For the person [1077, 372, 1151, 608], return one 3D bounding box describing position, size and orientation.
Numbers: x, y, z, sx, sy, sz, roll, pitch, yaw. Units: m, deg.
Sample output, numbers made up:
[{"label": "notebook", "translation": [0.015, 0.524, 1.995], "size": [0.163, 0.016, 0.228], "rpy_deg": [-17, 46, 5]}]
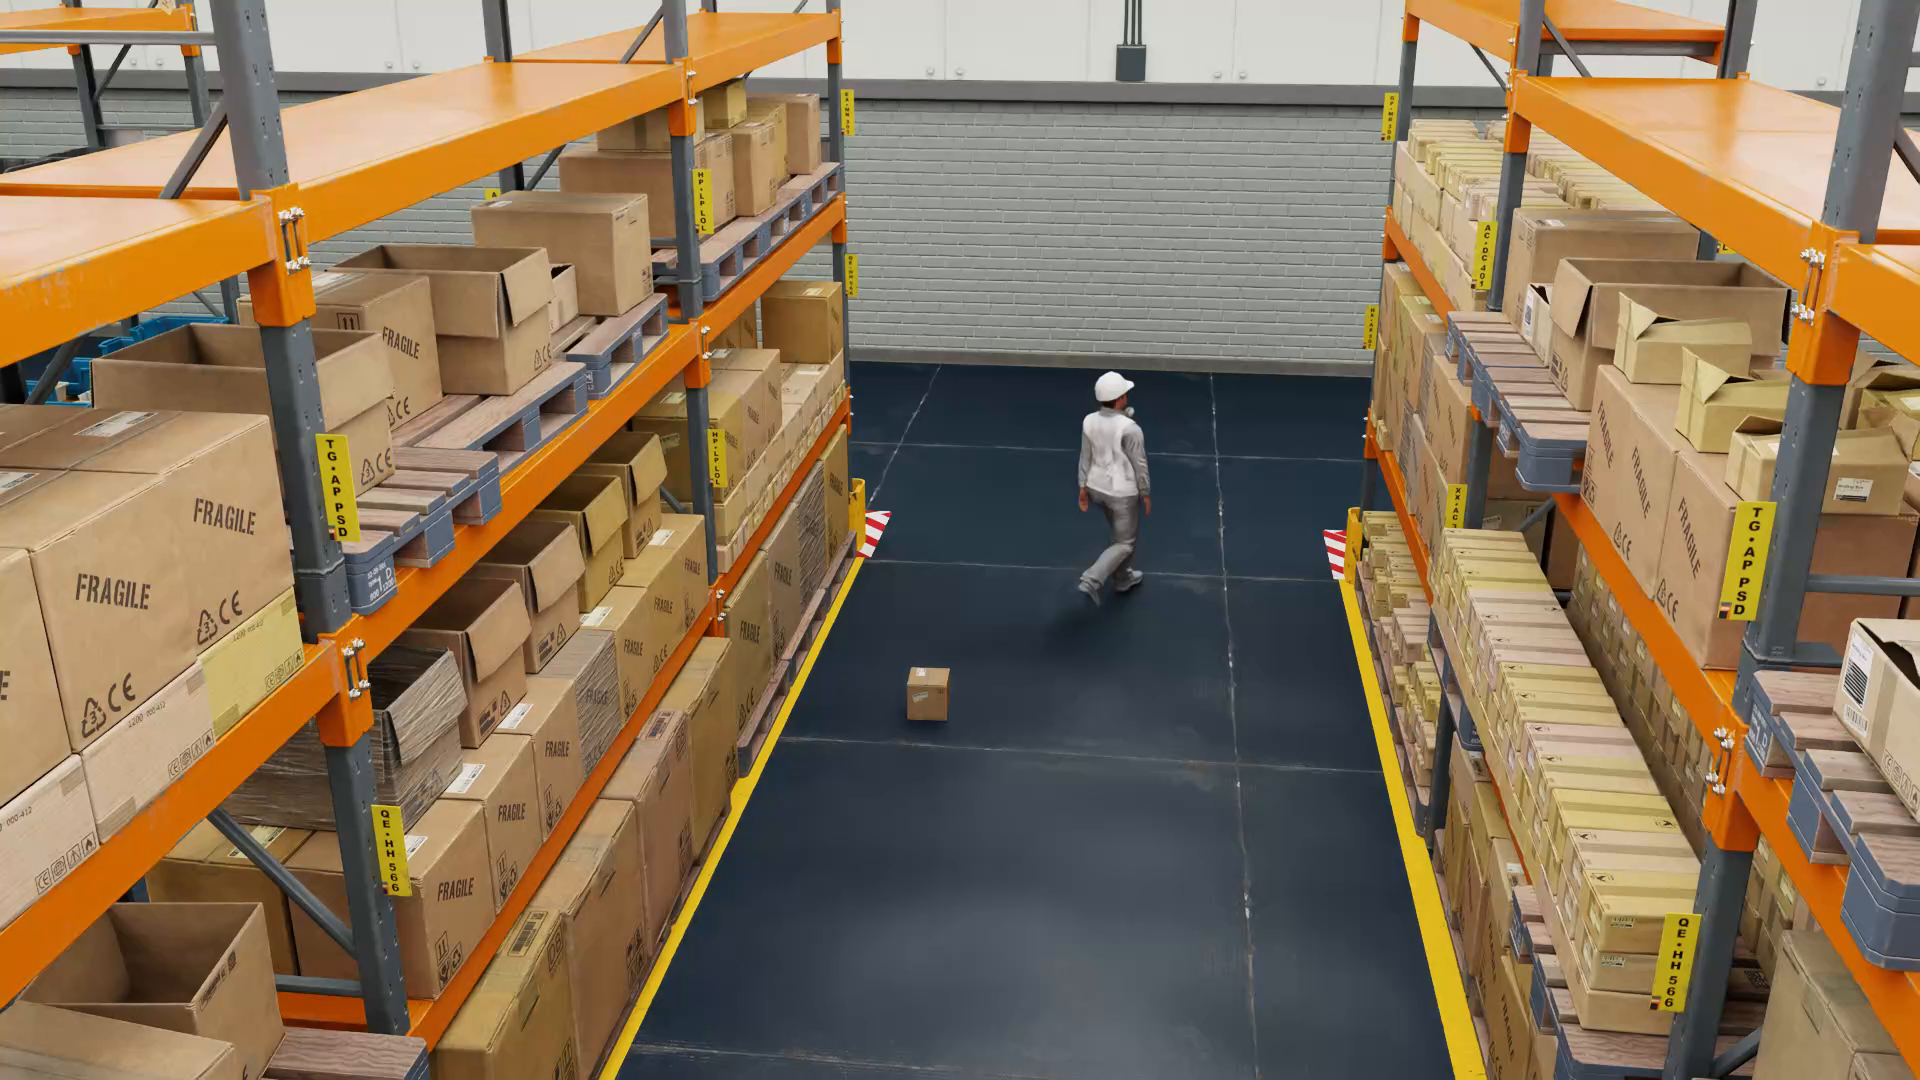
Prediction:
[{"label": "person", "translation": [1.114, -0.367, 12.000], "size": [0.898, 1.735, 0.550], "rpy_deg": [-18, 28, -39]}]
